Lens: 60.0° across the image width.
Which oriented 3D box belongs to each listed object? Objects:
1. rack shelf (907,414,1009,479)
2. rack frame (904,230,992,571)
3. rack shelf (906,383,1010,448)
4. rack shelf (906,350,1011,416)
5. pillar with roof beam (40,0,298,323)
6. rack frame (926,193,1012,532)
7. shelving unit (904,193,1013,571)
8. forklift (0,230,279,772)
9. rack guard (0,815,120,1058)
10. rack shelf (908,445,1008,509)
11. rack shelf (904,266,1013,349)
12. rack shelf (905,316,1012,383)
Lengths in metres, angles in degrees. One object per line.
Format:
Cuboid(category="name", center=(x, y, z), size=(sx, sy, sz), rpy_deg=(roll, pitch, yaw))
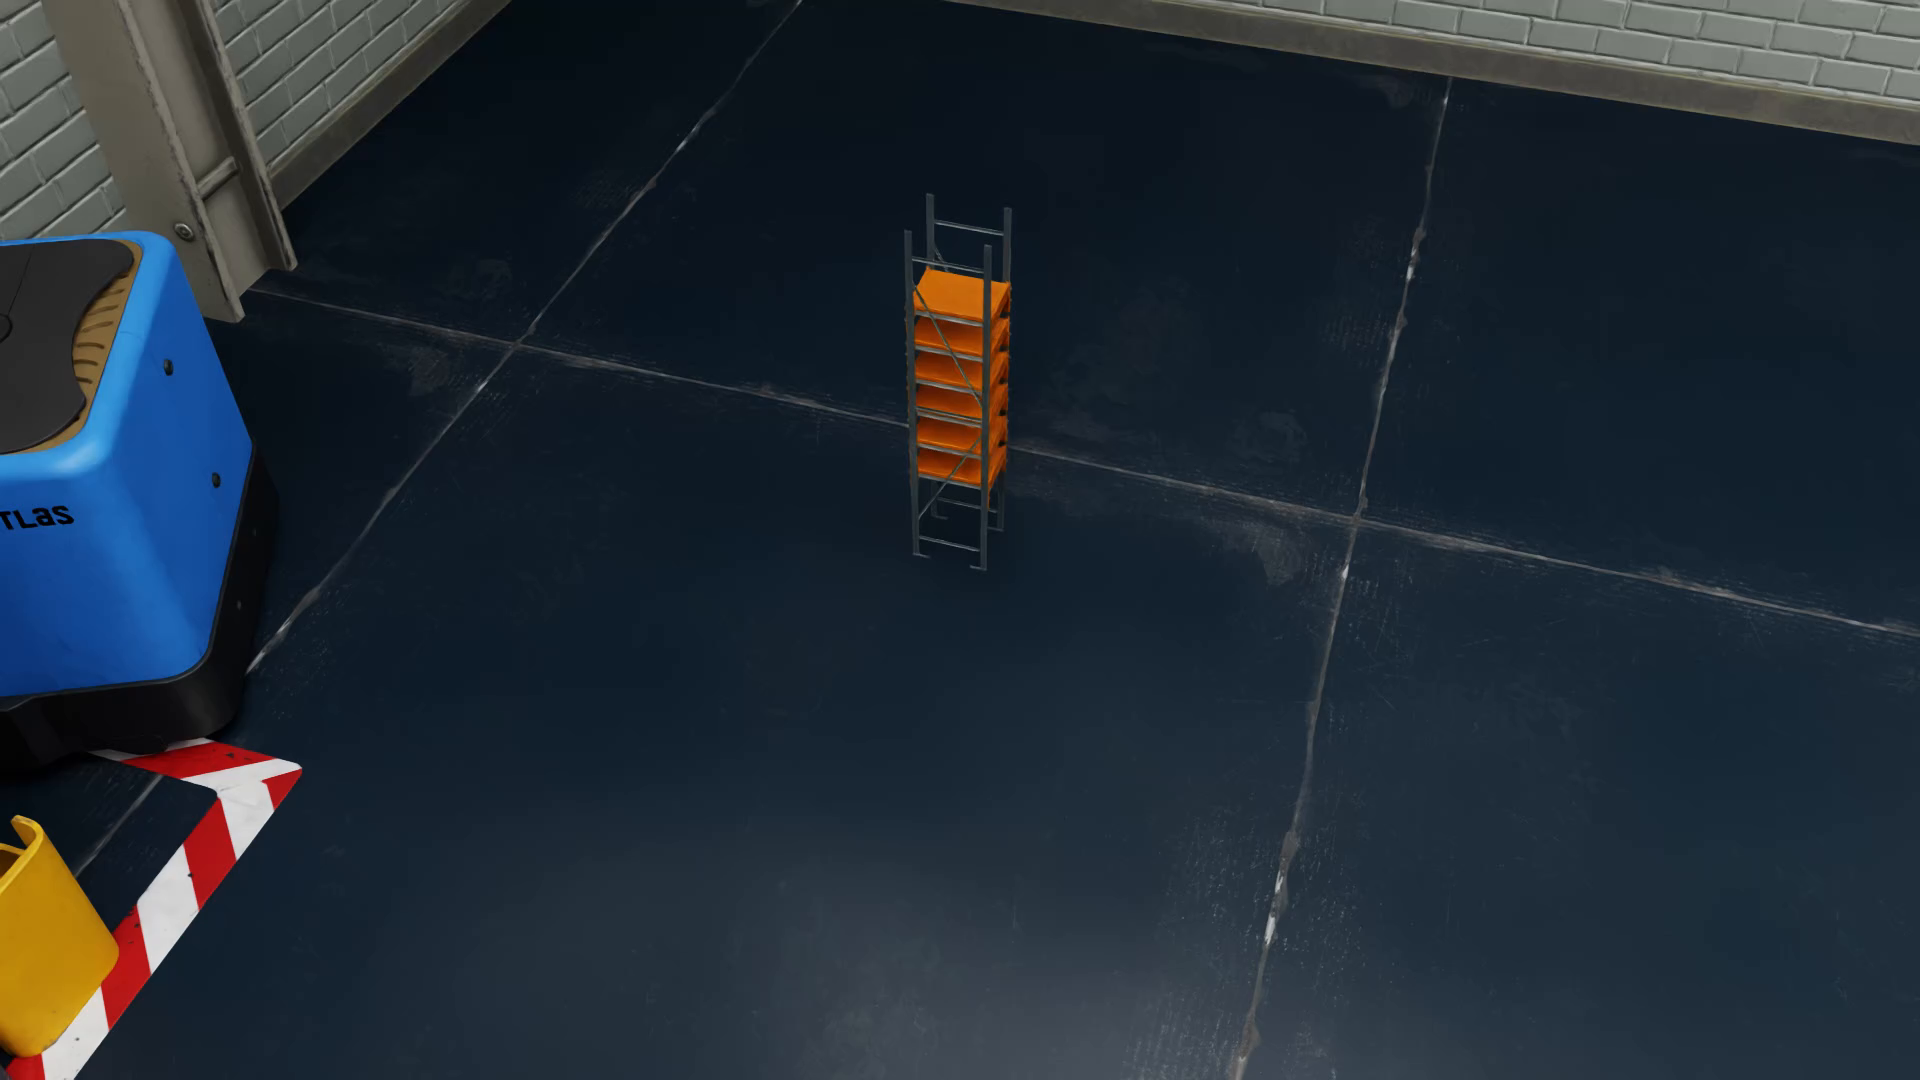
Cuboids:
Cuboid(category="rack shelf", center=(-0.004, -0.302, 4.936), size=(0.258, 0.103, 0.180), rpy_deg=(13, 46, 12))
Cuboid(category="rack frame", center=(-0.032, -0.358, 4.758), size=(0.240, 1.200, 0.006), rpy_deg=(13, 46, 12))
Cuboid(category="rack shelf", center=(-0.004, -0.387, 4.852), size=(0.258, 0.103, 0.180), rpy_deg=(13, 46, 12))
Cuboid(category="rack shelf", center=(-0.004, -0.473, 4.768), size=(0.258, 0.103, 0.180), rpy_deg=(13, 46, 12))
Cuboid(category="pillar with roof beam", center=(1.383, -3.258, 2.145), size=(9.100, 9.000, 0.400), rpy_deg=(13, 46, 13))
Cuboid(category="rack frame", center=(0.023, -0.480, 4.883), size=(0.240, 1.200, 0.006), rpy_deg=(13, 46, 12))
Cuboid(category="shelving unit", center=(-0.004, -0.419, 4.820), size=(0.258, 1.200, 0.189), rpy_deg=(13, 46, 12))
Cuboid(category="forklift", center=(-3.587, -0.658, 3.826), size=(3.031, 2.935, 1.130), rpy_deg=(-6, 45, -6))
Cuboid(category="rack guard", center=(-2.706, 0.835, 4.039), size=(1.175, 0.500, 0.348), rpy_deg=(13, 46, 13))
Cuboid(category="rack shelf", center=(-0.004, -0.216, 5.019), size=(0.258, 0.103, 0.180), rpy_deg=(13, 46, 12))
Cuboid(category="rack shelf", center=(-0.004, -0.645, 4.600), size=(0.258, 0.103, 0.180), rpy_deg=(13, 46, 12))
Cuboid(category="rack shelf", center=(-0.004, -0.559, 4.684), size=(0.258, 0.103, 0.180), rpy_deg=(13, 46, 12))
